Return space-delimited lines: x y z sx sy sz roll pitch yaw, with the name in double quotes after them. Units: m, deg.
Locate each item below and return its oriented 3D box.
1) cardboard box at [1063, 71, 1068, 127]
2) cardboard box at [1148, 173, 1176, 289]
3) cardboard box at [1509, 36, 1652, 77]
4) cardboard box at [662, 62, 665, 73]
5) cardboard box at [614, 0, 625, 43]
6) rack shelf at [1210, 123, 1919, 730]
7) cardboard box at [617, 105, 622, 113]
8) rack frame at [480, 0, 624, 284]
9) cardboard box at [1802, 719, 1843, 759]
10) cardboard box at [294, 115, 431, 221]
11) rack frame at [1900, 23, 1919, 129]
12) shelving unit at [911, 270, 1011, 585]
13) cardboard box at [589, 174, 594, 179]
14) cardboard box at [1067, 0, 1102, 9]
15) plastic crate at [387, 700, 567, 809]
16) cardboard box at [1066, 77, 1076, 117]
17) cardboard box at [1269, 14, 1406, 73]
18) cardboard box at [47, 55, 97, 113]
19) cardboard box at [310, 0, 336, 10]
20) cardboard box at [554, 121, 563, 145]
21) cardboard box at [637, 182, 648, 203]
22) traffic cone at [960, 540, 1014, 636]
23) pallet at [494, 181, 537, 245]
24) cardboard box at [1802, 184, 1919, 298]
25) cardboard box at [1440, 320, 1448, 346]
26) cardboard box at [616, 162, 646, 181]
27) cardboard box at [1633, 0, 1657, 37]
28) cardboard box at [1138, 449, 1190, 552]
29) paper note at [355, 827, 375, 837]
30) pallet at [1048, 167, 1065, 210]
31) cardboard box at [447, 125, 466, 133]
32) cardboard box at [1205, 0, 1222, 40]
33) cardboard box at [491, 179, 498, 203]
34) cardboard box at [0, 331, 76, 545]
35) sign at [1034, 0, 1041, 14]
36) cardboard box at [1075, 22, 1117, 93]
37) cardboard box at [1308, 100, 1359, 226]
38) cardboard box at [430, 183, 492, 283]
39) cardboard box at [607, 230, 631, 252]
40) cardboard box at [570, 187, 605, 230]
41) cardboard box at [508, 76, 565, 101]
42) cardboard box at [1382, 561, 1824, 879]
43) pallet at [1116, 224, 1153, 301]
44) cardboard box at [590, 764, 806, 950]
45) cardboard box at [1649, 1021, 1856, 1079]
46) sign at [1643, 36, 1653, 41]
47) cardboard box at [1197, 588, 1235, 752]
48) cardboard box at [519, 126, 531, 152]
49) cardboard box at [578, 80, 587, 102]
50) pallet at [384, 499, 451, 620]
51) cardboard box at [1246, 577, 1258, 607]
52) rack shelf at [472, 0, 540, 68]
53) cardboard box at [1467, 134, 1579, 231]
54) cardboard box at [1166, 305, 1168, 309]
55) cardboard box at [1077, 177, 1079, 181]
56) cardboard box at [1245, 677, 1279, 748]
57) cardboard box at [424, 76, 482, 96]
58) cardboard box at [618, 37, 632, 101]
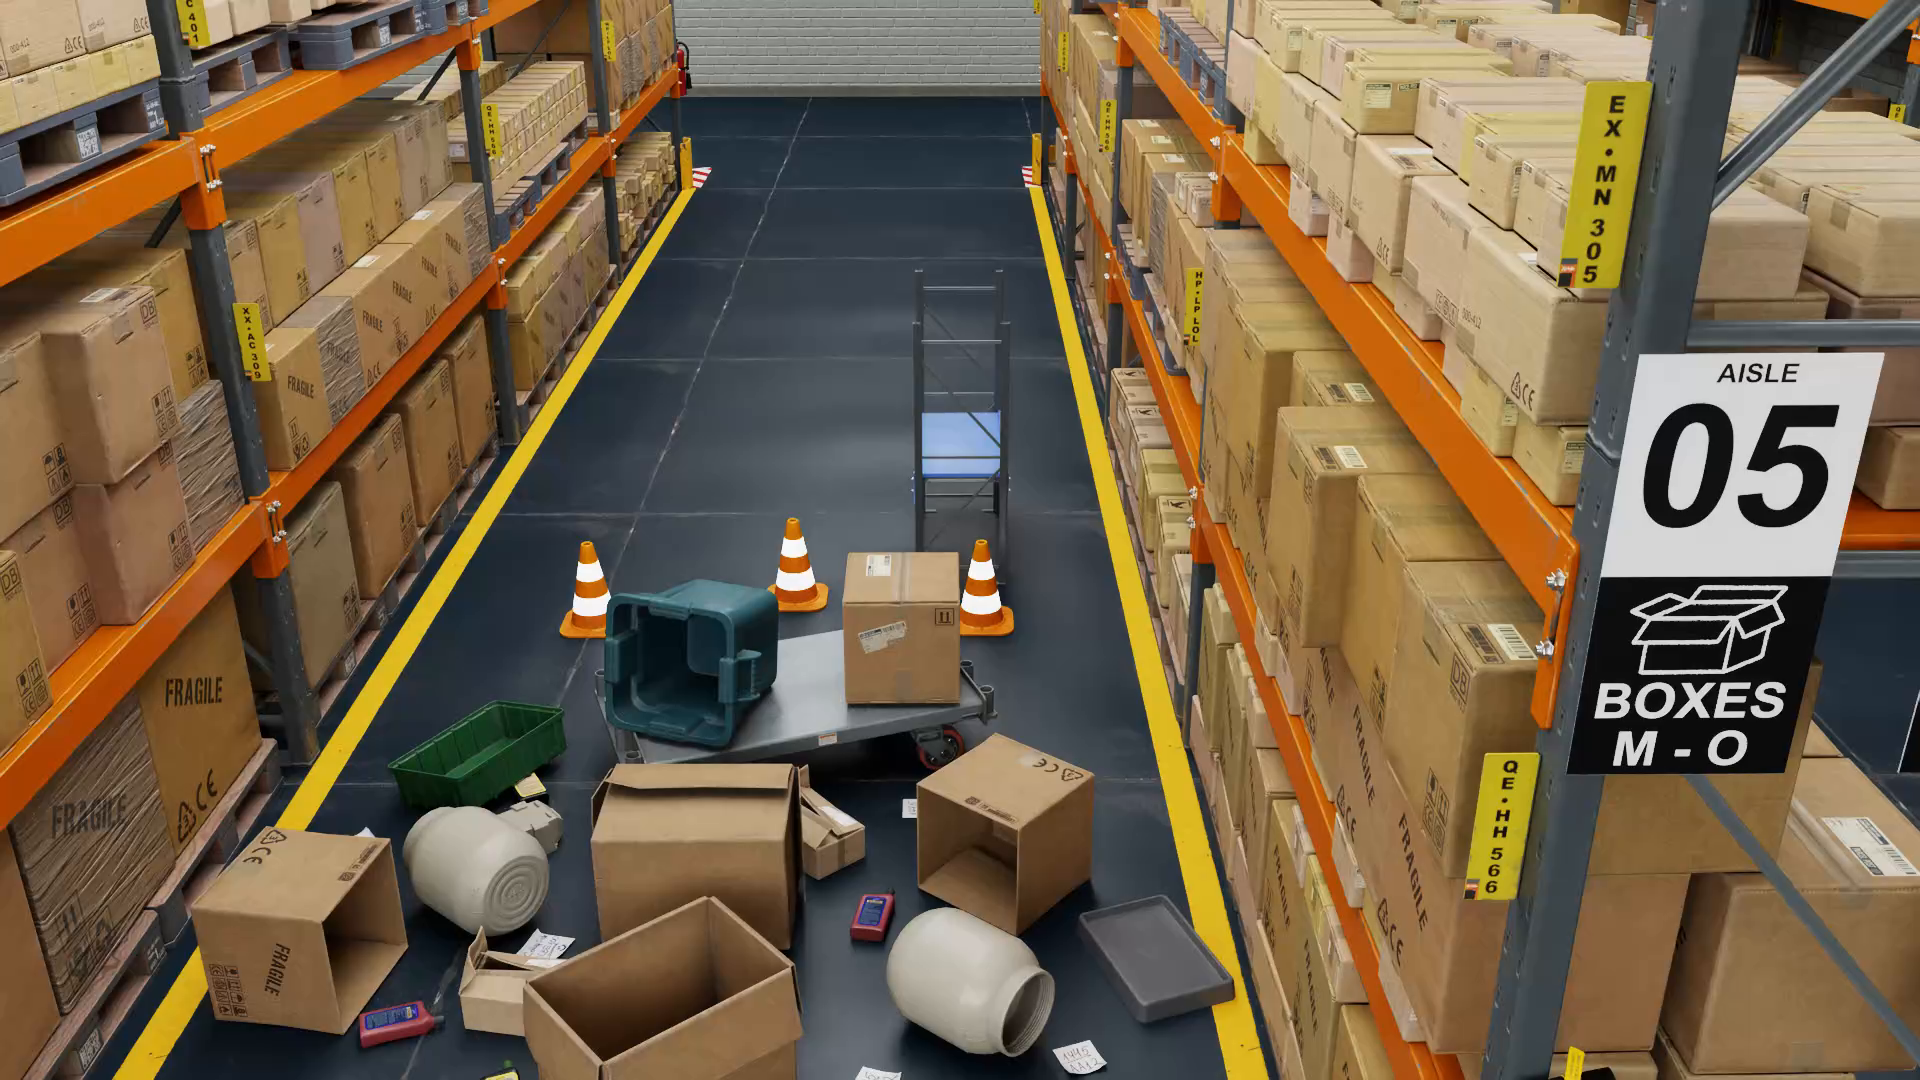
1.180 -3.962 14.749 0.500 0.500 0.500 0 24 0 "cardboard box"
1.281 -1.624 8.710 0.500 0.500 0.500 -1 24 -3 "cardboard box"
1.831 -1.381 4.862 0.380 0.149 0.250 0 24 0 "cardboard box"
-3.300 -4.961 17.383 0.380 0.149 0.250 0 24 -1 "cardboard box"
-3.290 -4.700 14.806 0.500 0.500 0.500 -1 24 -2 "cardboard box"
1.550 -0.645 4.768 1.077 0.370 4.000 0 24 -1 "rack shelf"
-3.314 -3.994 15.246 0.380 0.149 0.250 -1 24 -3 "cardboard box"
-3.508 -3.662 14.208 1.000 3.000 0.127 0 24 -1 "rack frame"
1.835 0.627 4.240 0.500 0.500 0.500 0 24 1 "cardboard box"
-3.463 -2.122 9.467 0.700 0.500 0.500 -1 24 -1 "cardboard box"
6.448 -2.102 10.758 1.000 3.000 0.127 0 24 -1 "rack frame"
0.001 -0.648 9.363 0.538 1.500 1.048 0 24 -1 "shelving unit"
-3.753 -3.611 16.323 0.380 0.149 0.250 0 24 0 "cardboard box"
1.119 -4.649 14.266 0.380 0.149 0.250 -1 24 -2 "cardboard box"
-2.109 0.955 7.341 0.450 0.188 0.662 3 22 31 "plastic crate"
1.163 -3.703 13.873 0.500 0.250 0.500 -1 24 -2 "cardboard box"
1.207 -1.590 5.323 0.380 0.149 0.250 0 24 -1 "cardboard box"
-3.090 -1.496 5.452 0.380 0.149 0.250 0 24 0 "cardboard box"
-3.229 -2.680 7.929 0.396 0.266 0.258 0 24 -1 "cardboard box"
-3.290 -3.149 12.868 0.380 0.149 0.250 -1 24 -3 "cardboard box"
-3.242 -3.374 16.160 0.380 0.149 0.250 0 24 -1 "cardboard box"
0.114 0.221 8.699 0.336 0.463 0.334 0 24 -1 "traffic cone"
-3.579 -2.220 11.251 1.213 0.211 1.003 0 24 -1 "pallet"
1.771 -0.545 3.011 0.380 0.149 0.250 0 24 -1 "cardboard box"
1.347 -0.496 3.872 0.380 0.149 0.250 0 24 0 "cardboard box"
-3.296 -3.613 16.326 0.380 0.149 0.250 0 24 0 "cardboard box"
6.654 -4.774 15.576 0.500 0.500 0.500 -1 24 -2 "cardboard box"
1.499 -0.223 9.282 0.950 0.372 0.625 1 24 1 "cardboard box"
-2.508 1.260 6.927 0.147 0.020 0.142 -19 31 -36 "paper note"
1.484 -3.775 17.841 1.003 0.211 1.213 0 24 -1 "pallet"
-3.281 -2.664 11.074 0.380 0.149 0.250 -1 24 -2 "cardboard box"
1.376 -2.368 7.379 0.500 0.250 0.500 0 24 0 "cardboard box"
-3.268 -2.276 10.938 0.380 0.149 0.250 -1 24 -1 "cardboard box"
-3.461 -0.325 5.336 0.875 0.550 0.550 0 24 -1 "cardboard box"
0.842 -5.805 17.799 0.100 0.325 0.005 0 24 -1 "sign"
1.191 -3.835 13.256 0.500 0.500 0.500 0 24 -1 "cardboard box"
1.274 -1.054 4.622 0.500 0.250 0.500 0 24 0 "cardboard box"
-3.191 -1.875 10.135 0.500 0.500 0.500 0 24 -1 "cardboard box"
-3.191 -2.706 15.044 0.380 0.149 0.250 -1 24 -3 "cardboard box"
-3.247 -2.751 13.806 0.500 0.250 0.500 -1 24 -2 "cardboard box"
-3.301 -3.521 12.967 0.380 0.149 0.250 0 24 -1 "cardboard box"
1.348 0.372 3.591 0.700 0.500 0.500 -1 24 -2 "cardboard box"
1.598 -1.698 10.096 1.213 0.211 1.003 0 24 -1 "pallet"
-0.998 1.196 6.330 0.797 0.637 0.503 0 24 -1 "cardboard box"
1.775 1.192 3.779 0.380 0.149 0.250 0 24 0 "cardboard box"
5.861 -4.139 14.211 0.100 0.325 0.005 0 24 -1 "sign"
1.264 0.534 6.846 0.500 0.500 0.500 1 24 2 "cardboard box"
-3.285 -2.855 11.857 0.380 0.149 0.250 0 24 0 "cardboard box"
-3.306 -3.712 13.751 0.380 0.149 0.250 0 24 1 "cardboard box"
-3.521 0.083 9.310 1.003 0.211 1.213 0 24 -1 "pallet"
1.266 0.131 6.125 0.380 0.149 0.250 0 24 1 "cardboard box"
-3.486 -3.877 11.916 1.077 0.370 4.000 0 24 -1 "rack shelf"
1.287 -0.747 3.458 0.380 0.149 0.250 -1 24 -1 "cardboard box"
1.249 -1.138 8.421 0.380 0.149 0.250 0 24 -1 "cardboard box"
1.531 -3.378 16.179 0.875 0.438 0.875 -1 24 -2 "cardboard box"
1.219 0.613 5.884 0.380 0.149 0.250 1 24 2 "cardboard box"
-3.954 -3.523 12.972 0.380 0.149 0.250 -1 24 -1 "cardboard box"
-3.274 -4.253 15.031 0.500 0.500 0.500 0 24 -1 "cardboard box"
